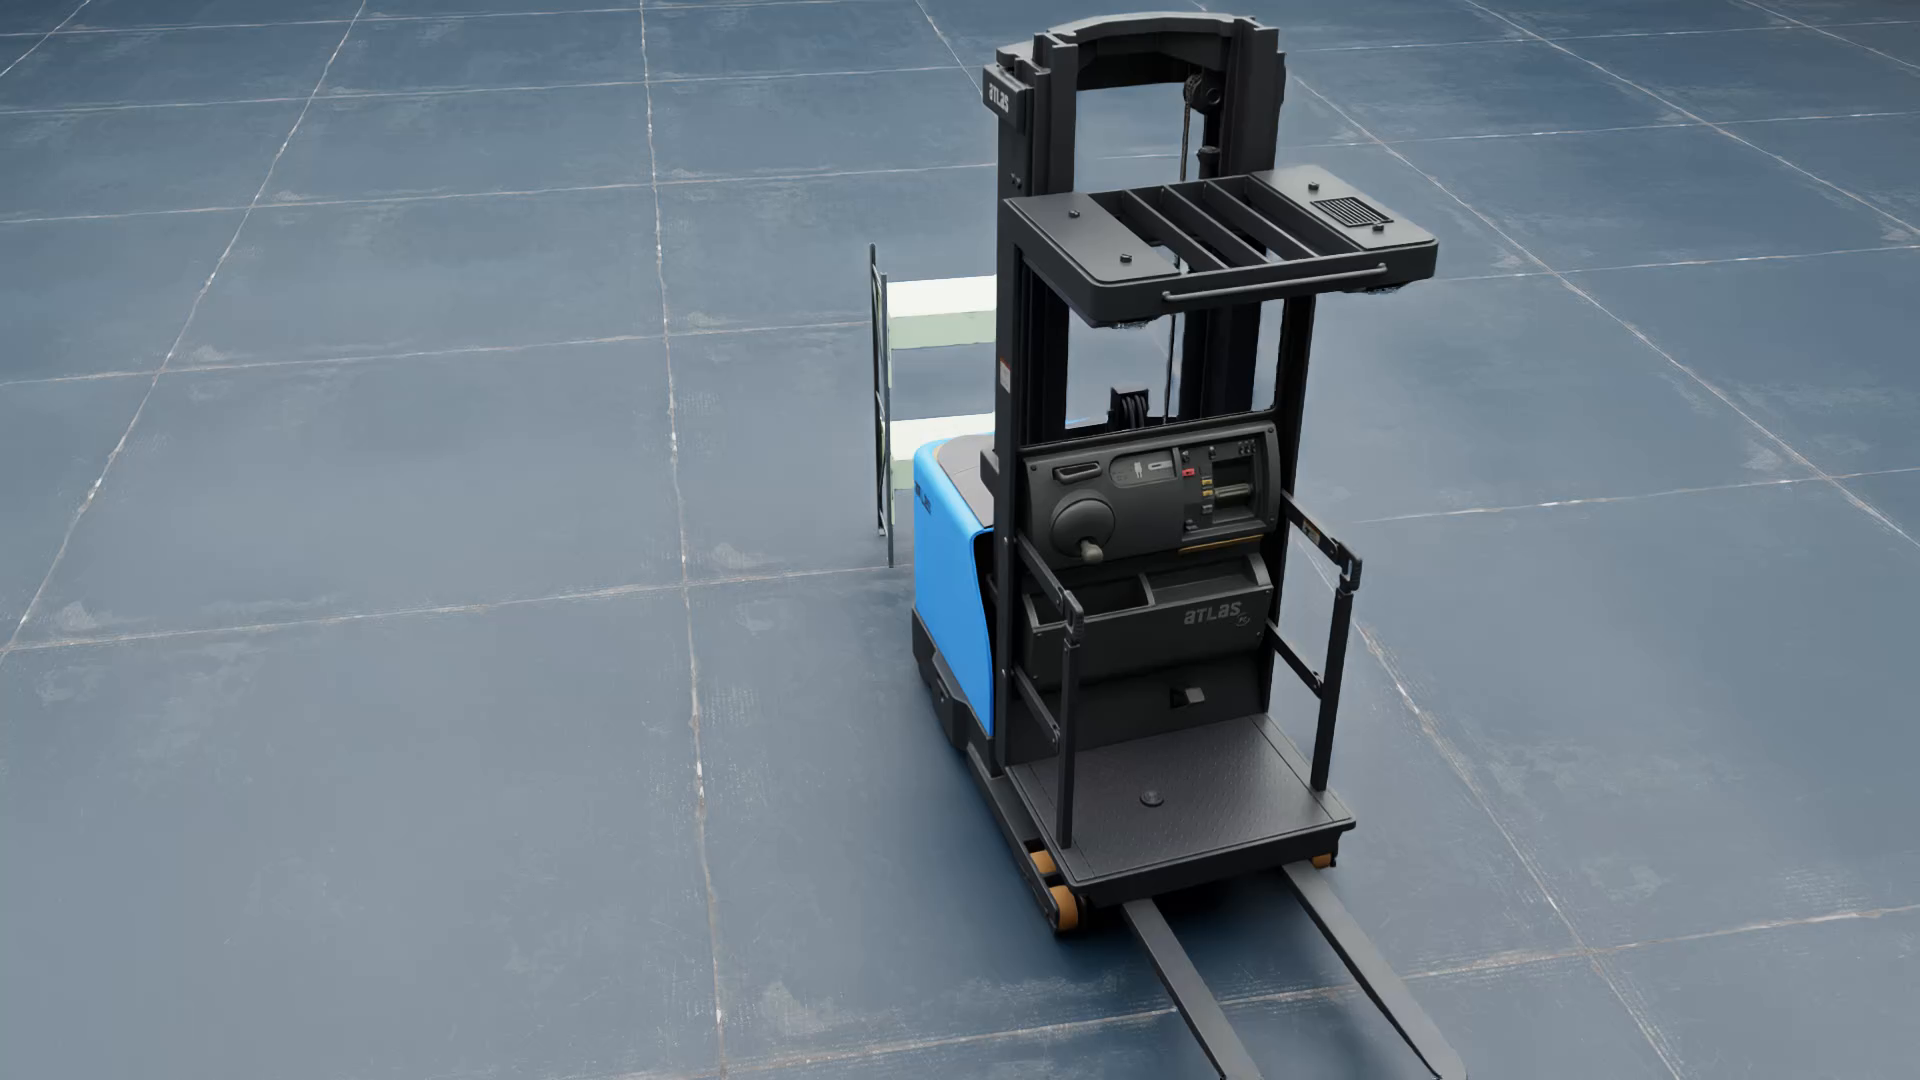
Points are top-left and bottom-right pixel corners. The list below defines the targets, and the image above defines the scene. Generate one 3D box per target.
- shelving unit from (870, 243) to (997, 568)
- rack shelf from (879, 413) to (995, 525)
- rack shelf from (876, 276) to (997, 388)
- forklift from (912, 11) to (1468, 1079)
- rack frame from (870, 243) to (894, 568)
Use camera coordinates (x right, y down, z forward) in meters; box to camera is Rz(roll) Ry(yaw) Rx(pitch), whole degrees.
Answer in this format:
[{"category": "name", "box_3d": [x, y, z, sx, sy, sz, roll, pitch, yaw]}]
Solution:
[{"category": "shelving unit", "box_3d": [-0.007, -0.646, 7.869, 0.755, 1.500, 0.431, -5, 31, -9]}, {"category": "rack shelf", "box_3d": [-0.007, -0.365, 8.034, 0.720, 0.370, 0.431, -5, 31, -9]}, {"category": "rack shelf", "box_3d": [-0.007, -0.982, 7.671, 0.720, 0.370, 0.431, -5, 31, -9]}, {"category": "forklift", "box_3d": [0.742, -0.108, 5.542, 1.130, 2.935, 3.031, -10, 32, -16]}, {"category": "rack frame", "box_3d": [-0.367, -0.612, 7.812, 0.023, 1.500, 0.400, -5, 31, -9]}]
